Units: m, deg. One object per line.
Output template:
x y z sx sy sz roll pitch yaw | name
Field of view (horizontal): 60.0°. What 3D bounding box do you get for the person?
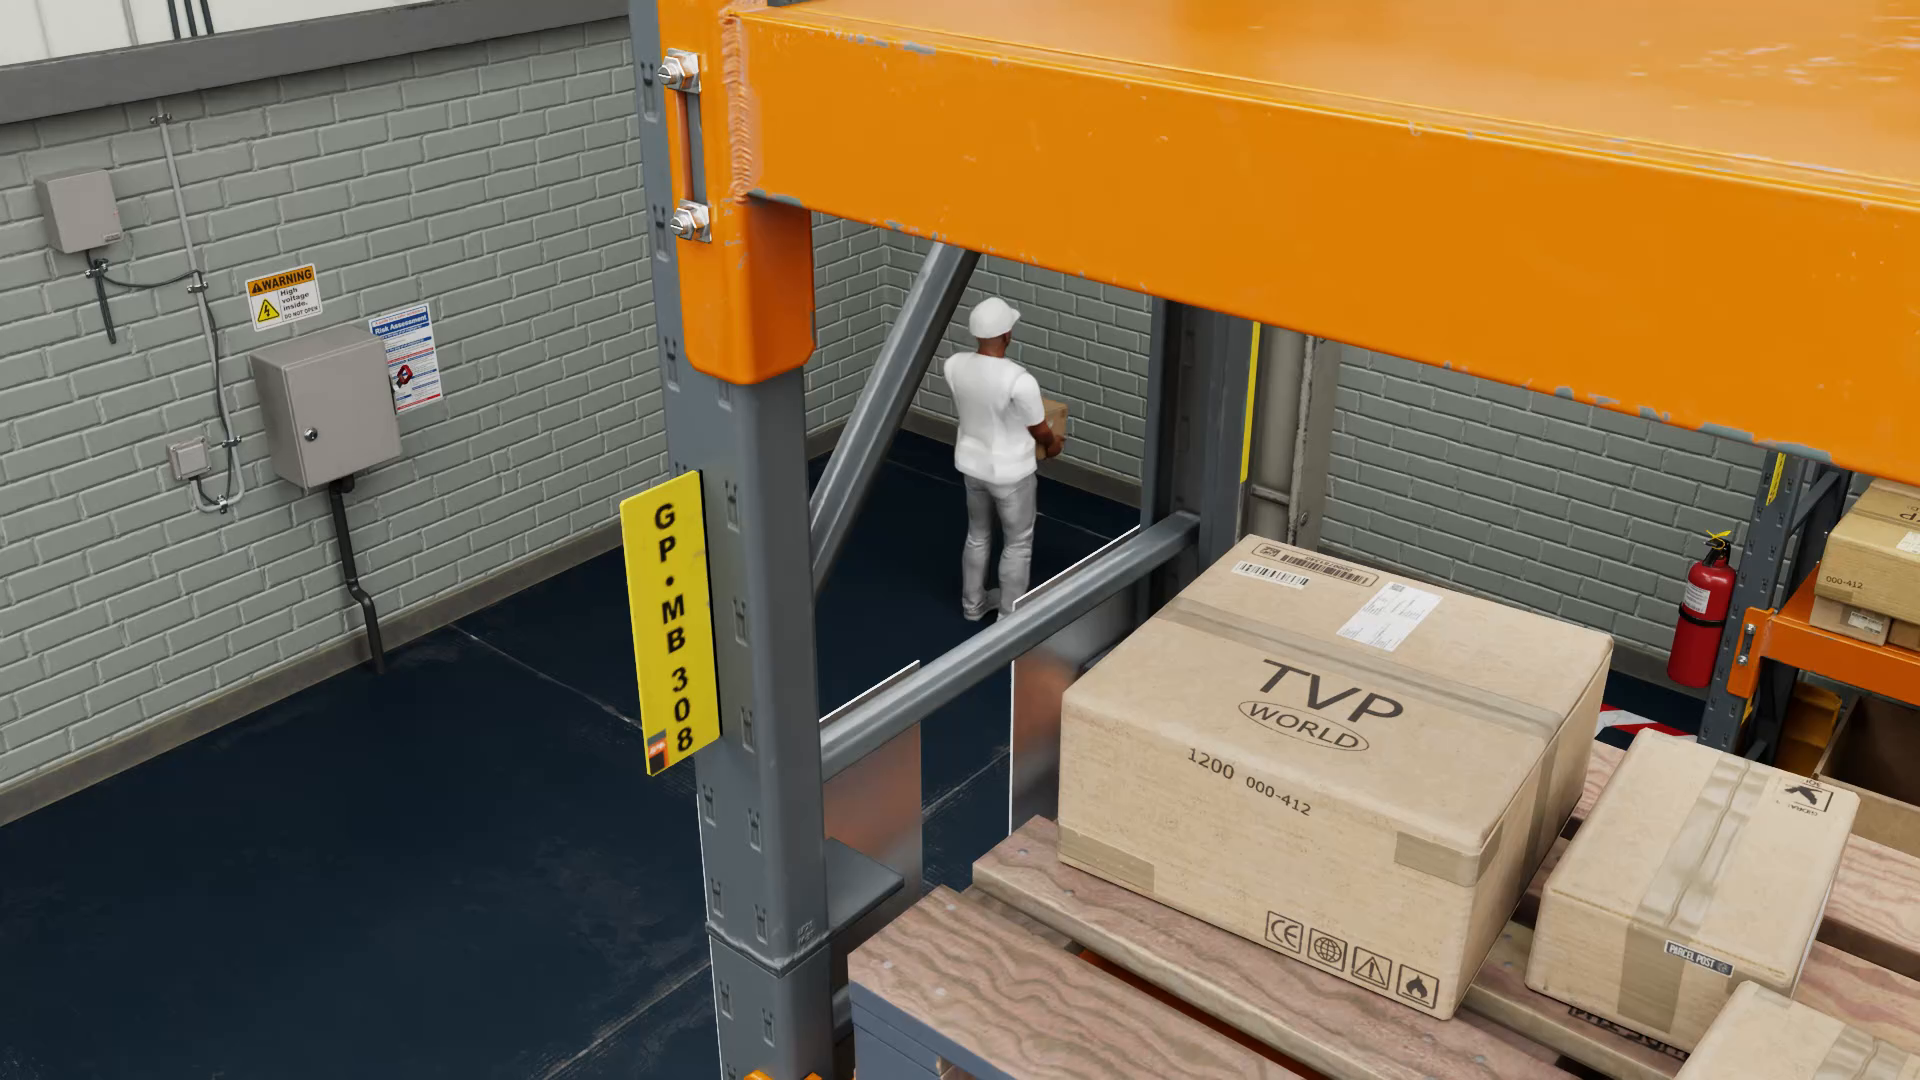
0.242 -0.398 8.365 0.528 1.769 0.567 20 34 34 | person
